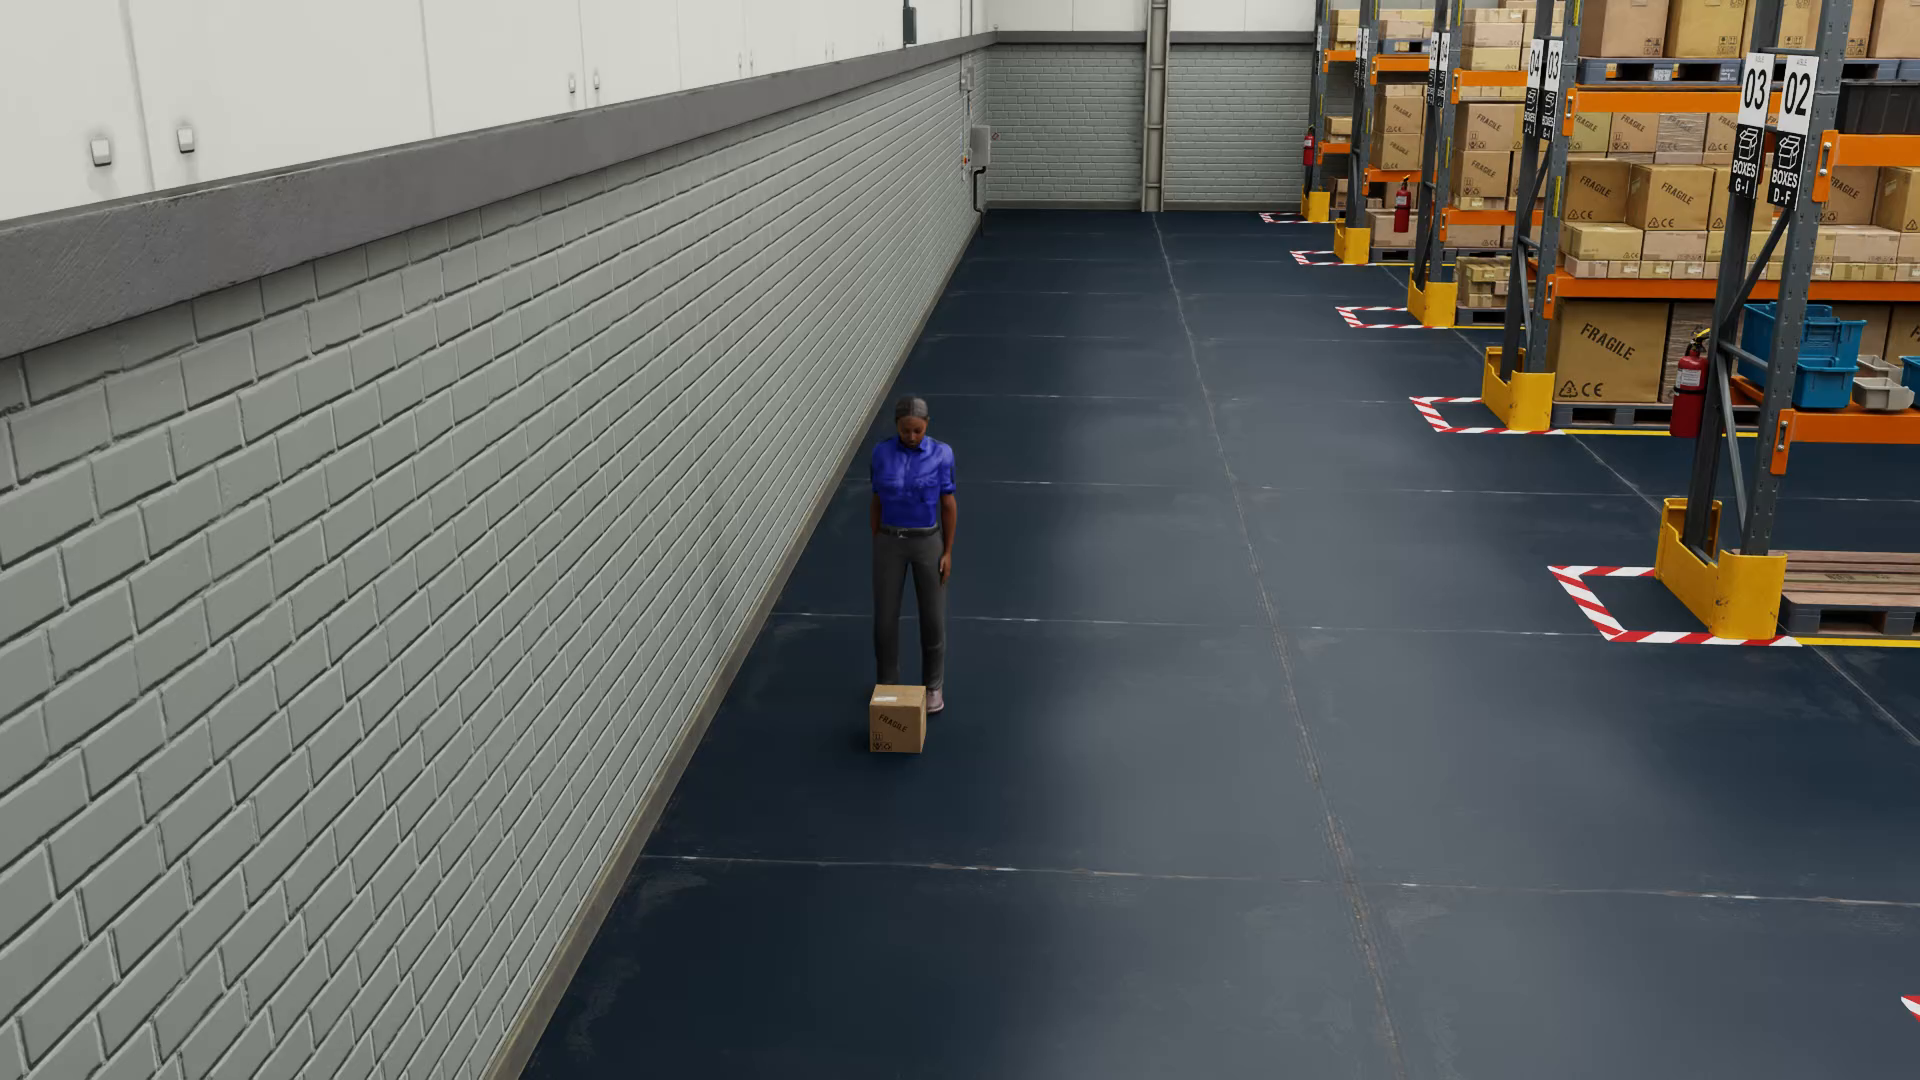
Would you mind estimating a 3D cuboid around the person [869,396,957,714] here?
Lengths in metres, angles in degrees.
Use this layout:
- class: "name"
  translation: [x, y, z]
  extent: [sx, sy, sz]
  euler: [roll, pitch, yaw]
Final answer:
- class: "person"
  translation: [-0.235, 0.069, 8.386]
  extent: [0.443, 1.646, 0.315]
  euler: [2, 18, 5]
